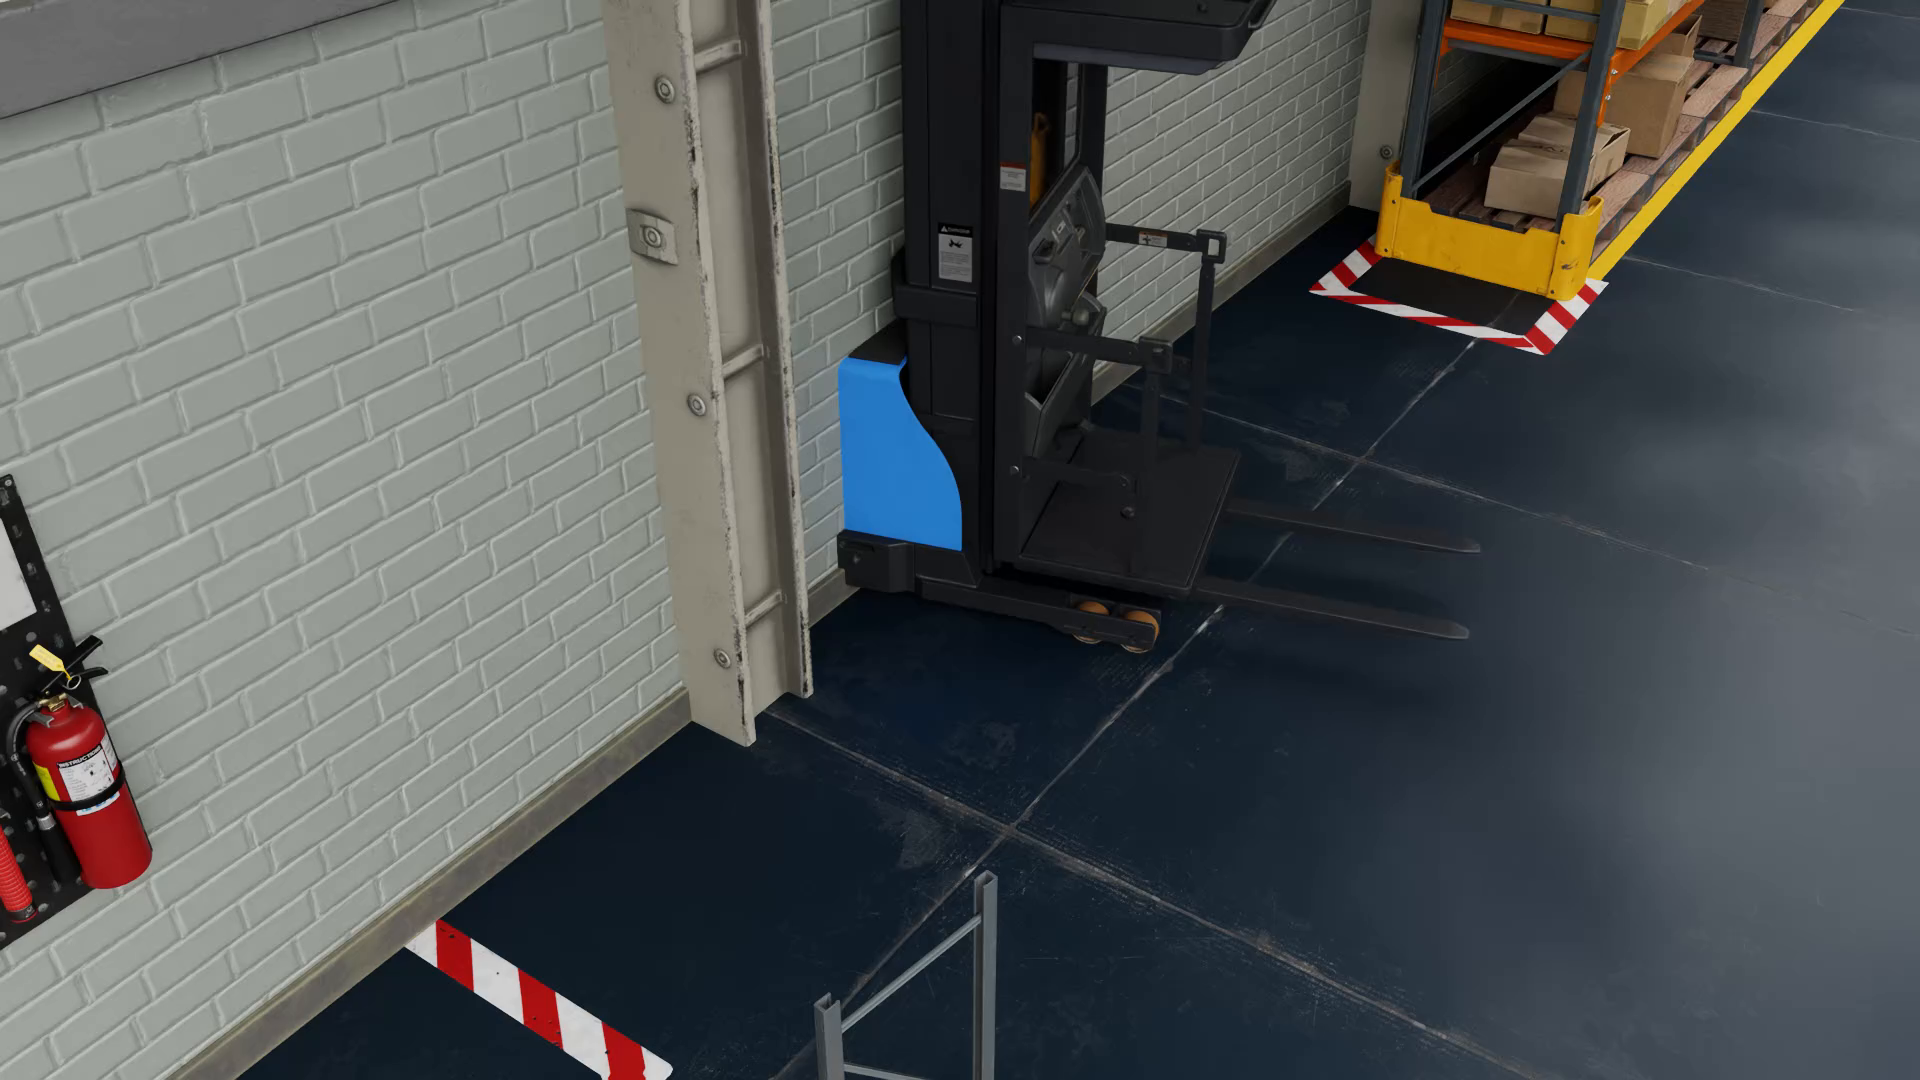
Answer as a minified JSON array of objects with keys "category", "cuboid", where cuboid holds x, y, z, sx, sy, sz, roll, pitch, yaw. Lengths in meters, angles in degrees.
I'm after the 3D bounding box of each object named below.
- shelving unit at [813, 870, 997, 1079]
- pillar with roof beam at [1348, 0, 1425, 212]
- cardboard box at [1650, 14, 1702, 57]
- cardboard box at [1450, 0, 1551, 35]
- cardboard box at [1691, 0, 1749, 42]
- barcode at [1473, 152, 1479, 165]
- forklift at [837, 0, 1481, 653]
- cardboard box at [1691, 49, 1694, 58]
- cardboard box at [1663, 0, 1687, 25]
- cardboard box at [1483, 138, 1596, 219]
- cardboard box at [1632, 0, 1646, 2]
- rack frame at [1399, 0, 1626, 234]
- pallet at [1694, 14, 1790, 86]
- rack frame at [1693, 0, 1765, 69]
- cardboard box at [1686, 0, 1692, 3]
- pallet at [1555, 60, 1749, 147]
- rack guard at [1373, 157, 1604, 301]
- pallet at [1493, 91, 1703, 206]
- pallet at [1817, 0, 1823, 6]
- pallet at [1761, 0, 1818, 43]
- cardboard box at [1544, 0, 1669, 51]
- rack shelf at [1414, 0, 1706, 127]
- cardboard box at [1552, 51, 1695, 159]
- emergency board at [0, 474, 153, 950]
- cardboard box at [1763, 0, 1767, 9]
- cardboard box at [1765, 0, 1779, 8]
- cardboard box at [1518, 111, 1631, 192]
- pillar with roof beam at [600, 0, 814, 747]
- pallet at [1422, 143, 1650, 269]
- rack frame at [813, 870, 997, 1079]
[{"category":"shelving unit","cuboid":[0.260,1.622,3.513,1.083,1.500,0.587,28,43,35]},{"category":"pillar with roof beam","cuboid":[6.160,-4.491,5.858,9.100,9.000,0.400,21,39,28]},{"category":"cardboard box","cuboid":[4.657,-3.279,11.260,0.500,0.500,0.500,18,38,25]},{"category":"cardboard box","cuboid":[3.042,-3.005,9.133,0.500,0.250,0.500,22,40,29]},{"category":"cardboard box","cuboid":[5.622,-4.114,12.494,0.700,0.500,0.500,23,40,30]},{"category":"barcode","cuboid":[3.085,-2.280,9.944,0.001,0.075,0.075,21,39,28]},{"category":"forklift","cuboid":[0.595,-1.102,6.263,3.031,2.935,1.130,11,35,15]},{"category":"cardboard box","cuboid":[4.935,-3.376,11.701,0.380,0.166,0.250,16,37,22]},{"category":"cardboard box","cuboid":[3.759,-3.095,9.265,0.500,0.250,0.500,20,39,27]},{"category":"cardboard box","cuboid":[3.404,-2.140,9.745,0.500,0.311,0.500,17,37,23]},{"category":"cardboard box","cuboid":[3.454,-3.163,8.696,0.500,0.500,0.500,21,39,28]},{"category":"rack frame","cuboid":[2.935,-2.782,8.687,1.000,3.000,0.127,21,39,28]},{"category":"pallet","cuboid":[5.659,-3.827,12.720,1.003,0.211,1.213,21,39,28]},{"category":"rack frame","cuboid":[5.216,-4.623,11.409,1.000,3.000,0.127,21,39,28]},{"category":"cardboard box","cuboid":[4.054,-3.328,9.609,0.500,0.250,0.500,21,39,27]},{"category":"pallet","cuboid":[4.862,-3.148,11.716,1.003,0.211,1.213,21,39,28]},{"category":"rack guard","cuboid":[2.978,-1.782,9.439,1.175,0.500,0.348,21,39,28]},{"category":"pallet","cuboid":[4.167,-2.584,10.882,1.003,0.211,1.213,21,39,28]},{"category":"pallet","cuboid":[7.050,-4.950,14.381,1.003,0.211,1.213,21,39,28]},{"category":"pallet","cuboid":[6.354,-4.391,13.554,1.003,0.211,1.213,21,39,28]},{"category":"cardboard box","cuboid":[3.474,-2.852,8.905,0.500,0.250,0.500,20,39,27]},{"category":"rack shelf","cuboid":[4.075,-3.405,10.249,1.077,0.370,4.000,21,39,28]},{"category":"cardboard box","cuboid":[4.188,-2.803,10.555,0.700,0.500,0.500,19,38,25]},{"category":"emergency board","cuboid":[-2.238,0.506,3.825,0.194,1.169,0.643,21,39,28]},{"category":"cardboard box","cuboid":[5.875,-4.368,12.870,0.700,0.500,0.500,20,39,27]},{"category":"cardboard box","cuboid":[6.199,-4.590,13.198,0.700,0.500,0.500,22,40,29]},{"category":"cardboard box","cuboid":[3.729,-2.403,10.133,0.500,0.311,0.500,25,41,32]},{"category":"pillar with roof beam","cuboid":[2.739,-1.730,1.775,9.100,9.000,0.400,21,39,28]},{"category":"pallet","cuboid":[3.471,-2.025,10.056,1.003,0.211,1.213,21,39,28]},{"category":"rack frame","cuboid":[-0.103,1.430,3.797,0.032,1.500,0.500,28,43,35]}]
